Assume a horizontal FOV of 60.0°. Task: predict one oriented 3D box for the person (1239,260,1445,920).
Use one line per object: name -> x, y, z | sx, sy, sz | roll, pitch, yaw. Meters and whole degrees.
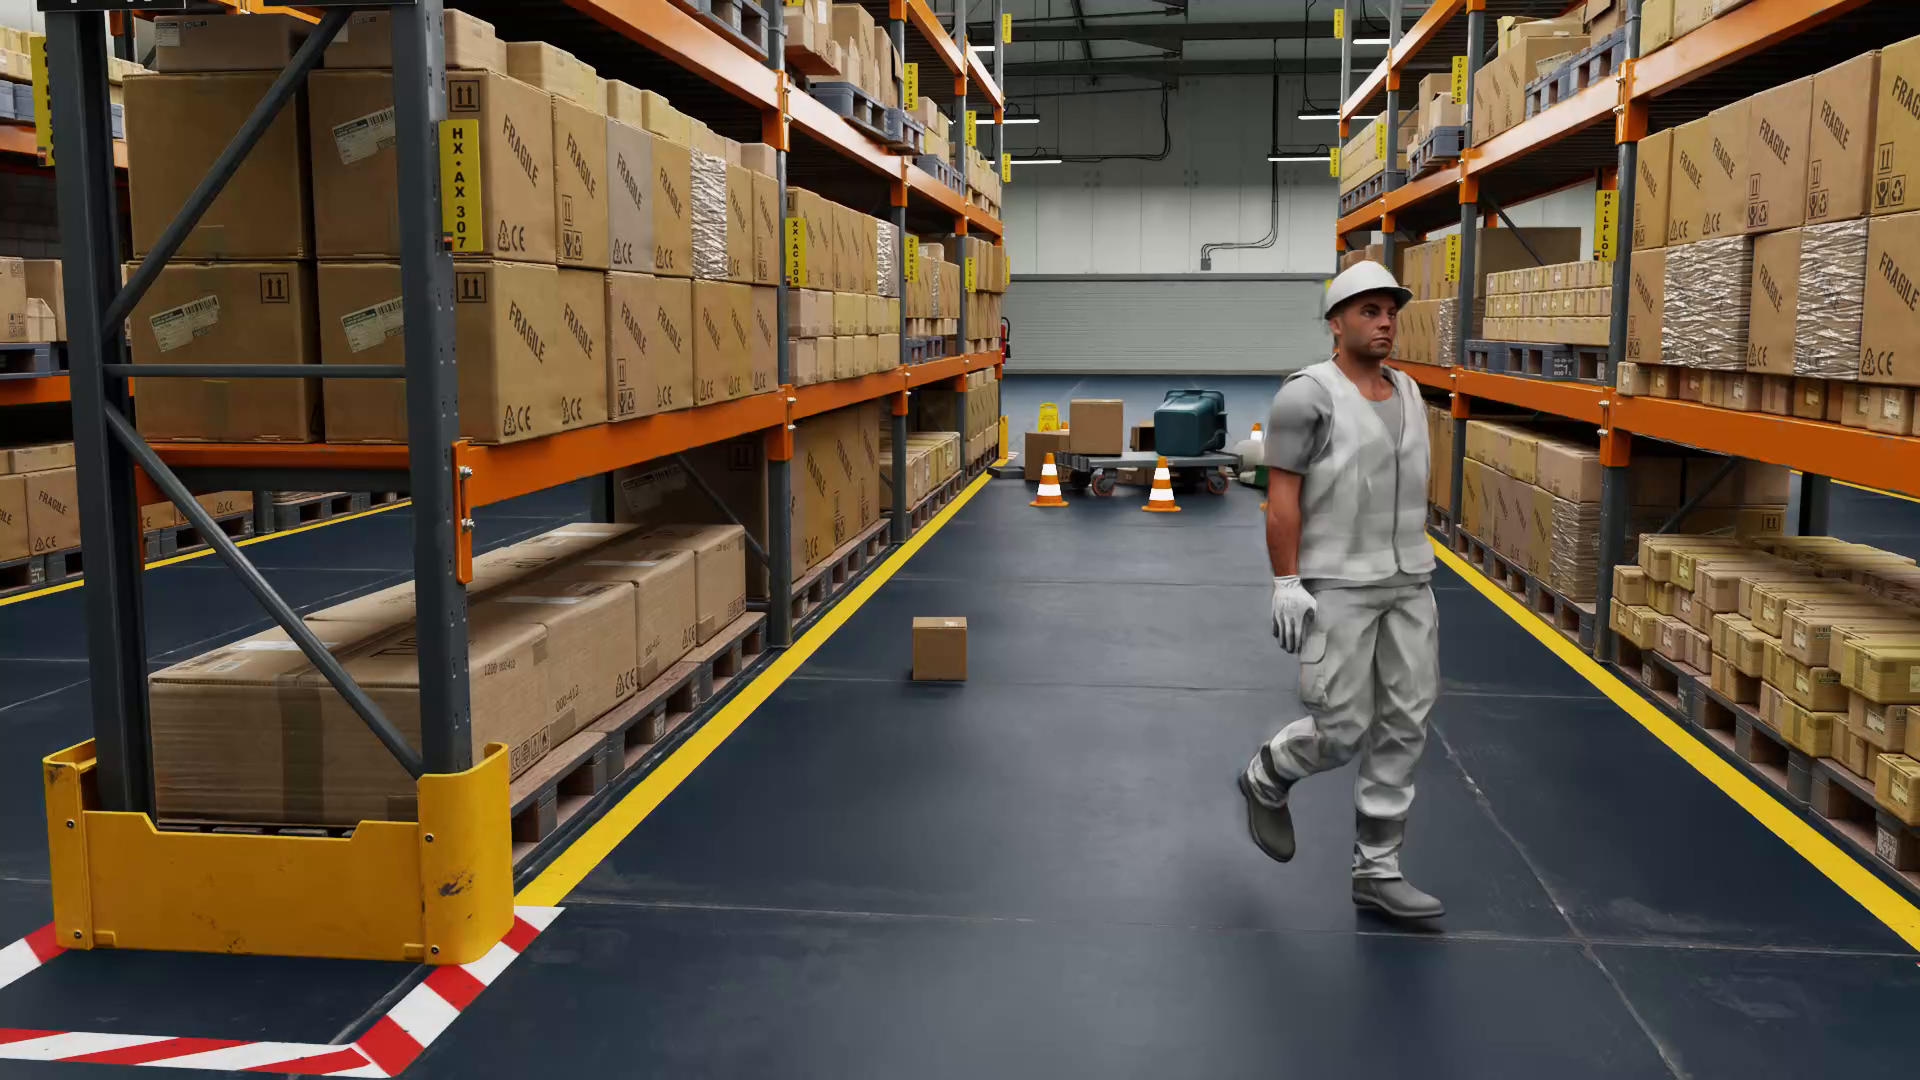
person -> 1.084, 0.125, 4.610 | 0.549, 1.777, 0.672 | -4, 8, -26
